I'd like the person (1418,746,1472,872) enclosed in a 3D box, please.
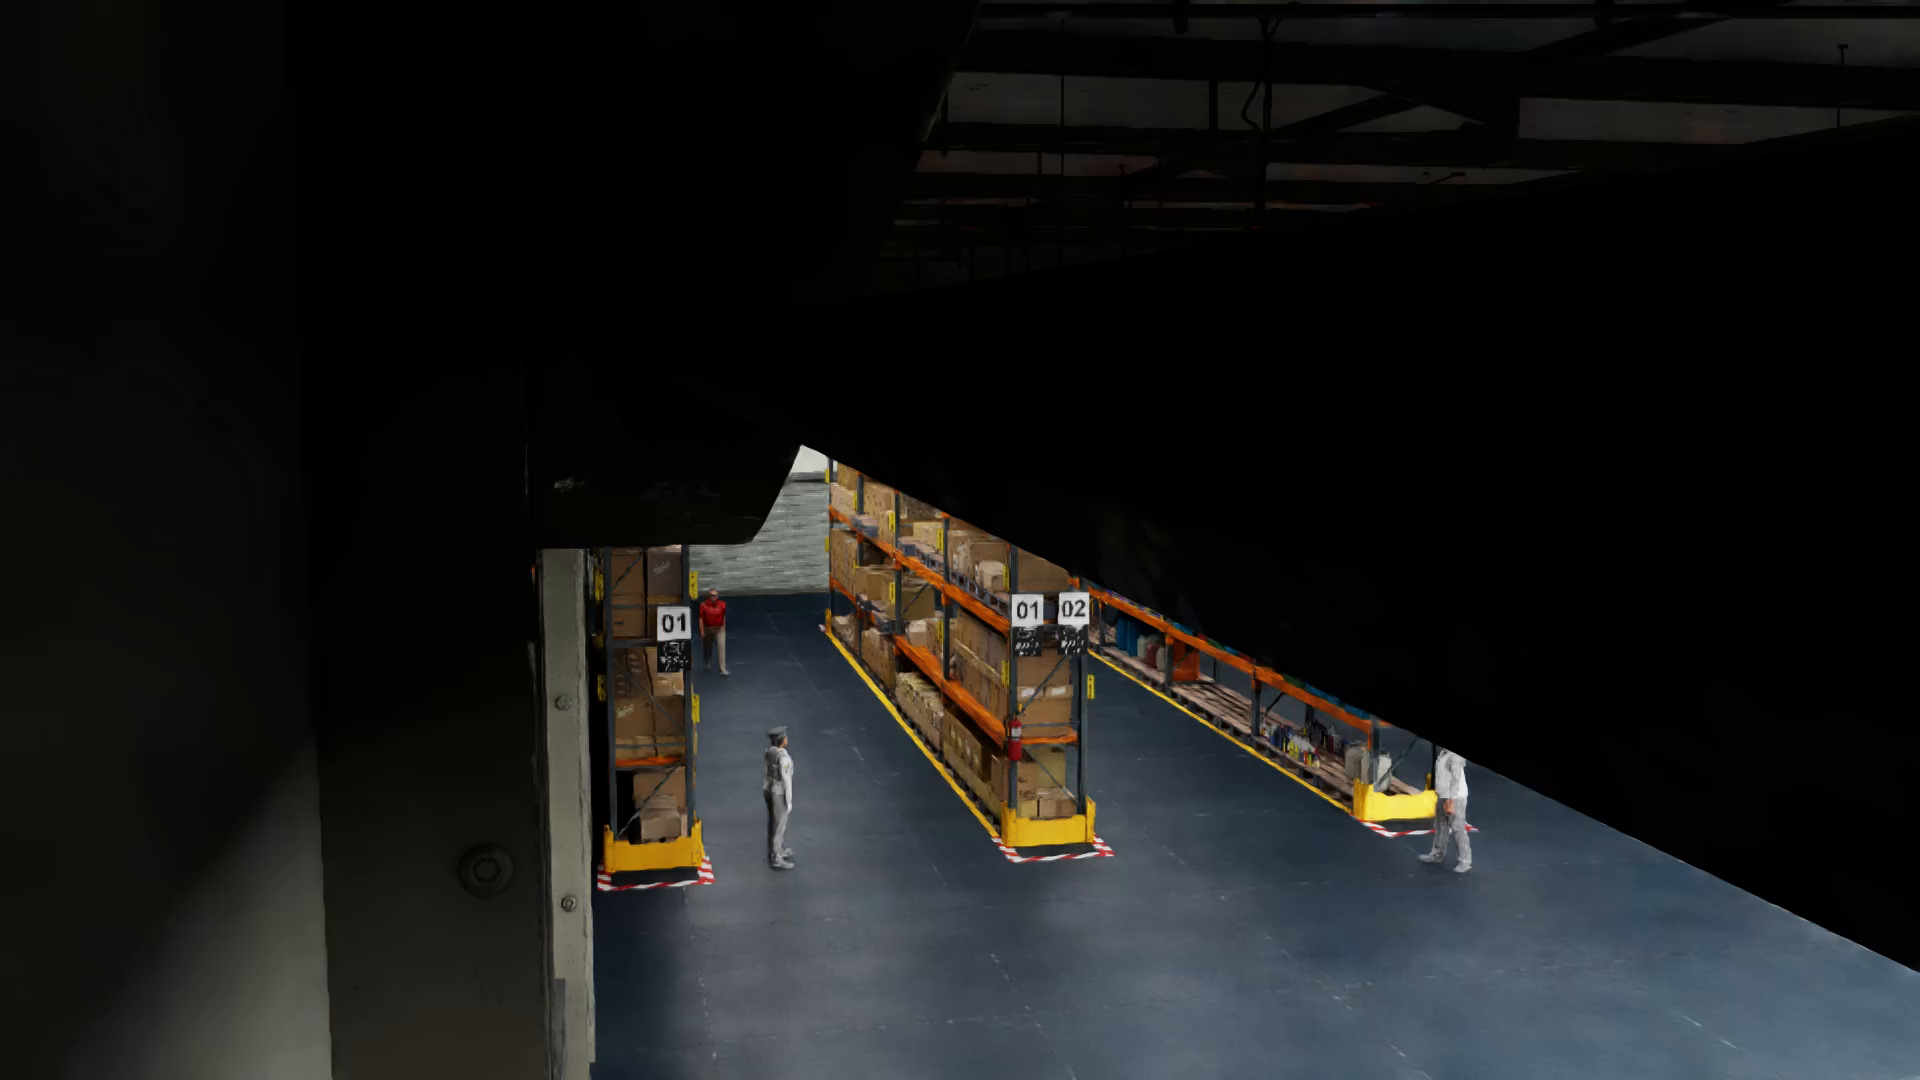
[{"bbox_3d":[5.871,3.089,20.053,0.576,1.718,0.657,0,7,-1],"label":"person"}]

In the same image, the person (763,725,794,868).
[{"bbox_3d":[-2.171,3.092,20.196,0.432,1.684,0.555,-5,8,-34],"label":"person"}]

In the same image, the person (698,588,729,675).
[{"bbox_3d":[-4.727,1.723,31.773,0.534,1.641,1.115,-2,7,-14],"label":"person"}]

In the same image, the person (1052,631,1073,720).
[{"bbox_3d":[1.707,2.208,28.130,0.358,1.717,0.559,-6,9,-40],"label":"person"}]
